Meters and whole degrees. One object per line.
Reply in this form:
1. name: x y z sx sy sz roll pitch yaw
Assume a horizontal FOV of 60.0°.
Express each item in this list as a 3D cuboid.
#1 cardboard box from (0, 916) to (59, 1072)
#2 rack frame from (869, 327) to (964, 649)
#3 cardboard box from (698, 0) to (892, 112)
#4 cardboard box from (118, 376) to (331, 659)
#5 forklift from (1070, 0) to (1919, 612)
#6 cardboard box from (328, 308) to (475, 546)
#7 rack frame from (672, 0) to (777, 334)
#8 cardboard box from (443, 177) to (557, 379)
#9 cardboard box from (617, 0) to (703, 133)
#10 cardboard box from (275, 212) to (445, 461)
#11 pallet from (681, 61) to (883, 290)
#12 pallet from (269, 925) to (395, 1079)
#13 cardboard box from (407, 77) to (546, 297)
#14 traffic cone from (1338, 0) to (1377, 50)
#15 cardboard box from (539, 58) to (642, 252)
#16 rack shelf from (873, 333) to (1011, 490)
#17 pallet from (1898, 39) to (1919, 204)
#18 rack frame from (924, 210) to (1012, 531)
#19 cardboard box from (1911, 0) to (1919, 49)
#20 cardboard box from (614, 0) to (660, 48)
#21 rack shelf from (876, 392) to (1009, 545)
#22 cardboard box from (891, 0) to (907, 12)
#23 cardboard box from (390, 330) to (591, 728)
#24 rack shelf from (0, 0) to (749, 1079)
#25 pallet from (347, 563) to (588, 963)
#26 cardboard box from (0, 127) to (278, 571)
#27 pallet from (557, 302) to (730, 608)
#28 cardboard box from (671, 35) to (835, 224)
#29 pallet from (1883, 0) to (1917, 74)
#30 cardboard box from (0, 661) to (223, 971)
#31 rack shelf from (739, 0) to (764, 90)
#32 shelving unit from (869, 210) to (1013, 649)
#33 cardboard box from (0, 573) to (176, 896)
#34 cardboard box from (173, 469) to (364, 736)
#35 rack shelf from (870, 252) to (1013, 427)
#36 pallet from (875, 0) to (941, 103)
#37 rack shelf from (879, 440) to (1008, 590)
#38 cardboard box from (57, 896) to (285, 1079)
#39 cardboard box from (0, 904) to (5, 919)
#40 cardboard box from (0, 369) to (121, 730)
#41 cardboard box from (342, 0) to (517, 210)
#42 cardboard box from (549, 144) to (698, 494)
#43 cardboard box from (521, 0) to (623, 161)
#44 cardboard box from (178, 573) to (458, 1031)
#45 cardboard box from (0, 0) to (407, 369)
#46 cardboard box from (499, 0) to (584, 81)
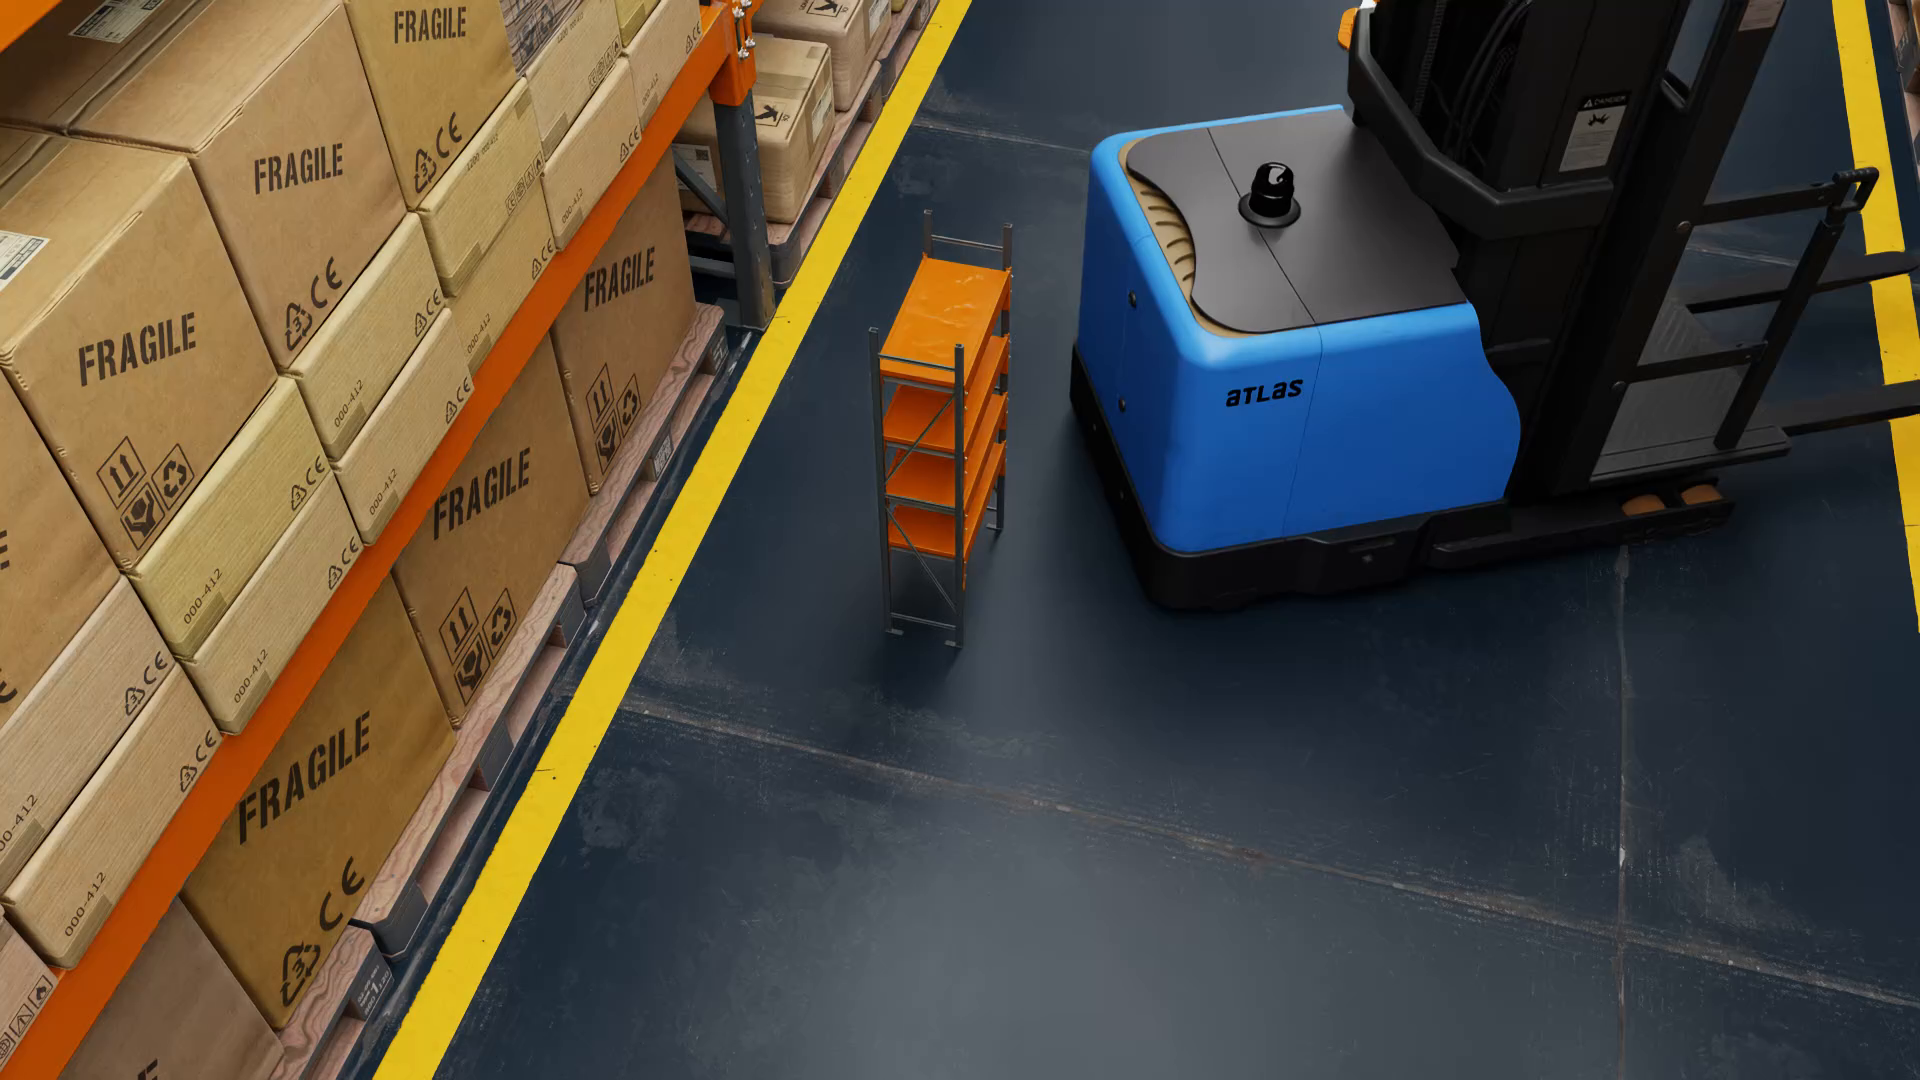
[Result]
1. cardboard box: -1.840 0.810 2.634 0.500 0.250 0.500 11 49 9
2. rack frame: -0.108 -0.101 4.539 0.240 1.200 0.015 12 50 10
3. cardboard box: -0.812 -2.078 6.556 0.950 0.372 0.625 11 49 9
4. cardboard box: -1.554 -0.094 3.099 0.500 0.250 0.500 12 50 11
5. forklift: 1.940 -1.333 4.472 3.031 2.935 1.130 -10 49 -8
6. cardboard box: -1.414 -0.292 3.607 0.500 0.250 0.500 11 49 9
7. rack frame: -1.157 -1.866 4.897 1.000 3.000 0.127 12 50 10
8. cardboard box: -1.307 -0.666 3.937 0.500 0.250 0.500 11 50 10
9. cardboard box: -1.040 -1.400 4.585 0.500 0.250 0.500 10 49 9
10. cardboard box: -1.422 -0.460 3.422 0.500 0.250 0.500 10 49 9
11. pallet: -0.950 -1.509 6.441 1.003 0.211 1.213 12 50 10
12. pallet: -2.080 1.377 3.894 1.003 0.211 1.213 12 50 10
13. cardboard box: -1.286 -0.836 3.754 0.500 0.250 0.500 10 49 9
14. traffic cone: 1.808 -2.340 7.006 0.336 0.463 0.334 12 50 10
15. cardboard box: -1.159 -1.027 4.256 0.500 0.250 0.500 12 50 11
16. rack shelf: -0.044 -0.381 4.577 0.258 0.148 0.480 12 50 10
17. pallet: 4.248 -1.475 6.411 1.003 0.211 1.213 12 50 10
18. rack frame: 0.021 -0.454 4.850 0.240 1.200 0.015 12 50 10
19. cardboard box: 4.363 -2.087 6.311 1.050 0.750 0.750 12 50 10
20. cardboard box: -1.040 -1.582 4.412 0.500 0.250 0.500 11 50 10
21. rack shelf: -0.044 -0.233 4.745 0.258 0.148 0.480 12 50 10
22. cardboard box: -0.607 -2.625 7.039 0.950 0.372 0.625 13 50 11
23. cardboard box: -1.658 -0.175 4.541 0.875 0.875 0.875 12 50 10
24. rack shelf: -1.684 -0.182 3.889 1.077 0.370 4.000 12 50 10
25. pallet: -1.761 0.491 4.675 1.003 0.211 1.213 12 50 10
26. cardboard box: -1.575 -0.334 2.811 0.500 0.500 0.500 10 49 9
27. pallet: -1.437 -0.388 5.452 1.003 0.211 1.213 12 50 10
28. cardboard box: -0.999 -1.542 6.083 0.950 0.372 0.625 9 49 7
29. pallet: 4.567 -2.360 7.192 1.003 0.211 1.213 12 50 10
30. cardboard box: -1.705 0.436 2.965 0.500 0.250 0.500 10 49 9
31. rack shelf: -0.631 -3.075 6.443 1.077 0.370 4.000 12 50 10
32. shelving unit: -0.044 -0.277 4.694 0.258 1.200 0.503 12 50 10
33. cardboard box: -1.712 0.266 2.781 0.500 0.250 0.500 12 50 11
34. cardboard box: -1.555 0.068 3.289 0.500 0.250 0.500 11 50 10
35. rack shelf: -0.044 -0.537 4.400 0.258 0.148 0.480 12 50 10
36. pallet: -0.627 -2.388 7.217 1.003 0.211 1.213 12 50 10
37. rack shelf: -0.044 -0.101 4.894 0.258 0.148 0.480 12 50 10
38. cardboard box: -2.124 1.127 3.392 0.875 0.875 0.875 13 50 11
39. cardboard box: -1.822 0.649 2.444 0.500 0.250 0.500 10 49 9
40. cardboard box: -1.710 0.028 2.491 0.500 0.500 0.500 11 50 10
41. cardboard box: -1.305 -1.074 3.464 0.500 0.500 0.500 12 50 10
42. cardboard box: -1.419 -0.819 5.109 0.875 0.875 0.875 11 50 10
43. cardboard box: -1.171 -1.210 4.084 0.500 0.250 0.500 10 49 9
44. cardboard box: -1.894 0.472 3.970 0.875 0.875 0.875 13 50 11
45. cardboard box: -1.445 -0.709 3.142 0.500 0.500 0.500 11 49 9
46. cardboard box: -1.168 -1.432 3.780 0.500 0.500 0.500 12 50 11
